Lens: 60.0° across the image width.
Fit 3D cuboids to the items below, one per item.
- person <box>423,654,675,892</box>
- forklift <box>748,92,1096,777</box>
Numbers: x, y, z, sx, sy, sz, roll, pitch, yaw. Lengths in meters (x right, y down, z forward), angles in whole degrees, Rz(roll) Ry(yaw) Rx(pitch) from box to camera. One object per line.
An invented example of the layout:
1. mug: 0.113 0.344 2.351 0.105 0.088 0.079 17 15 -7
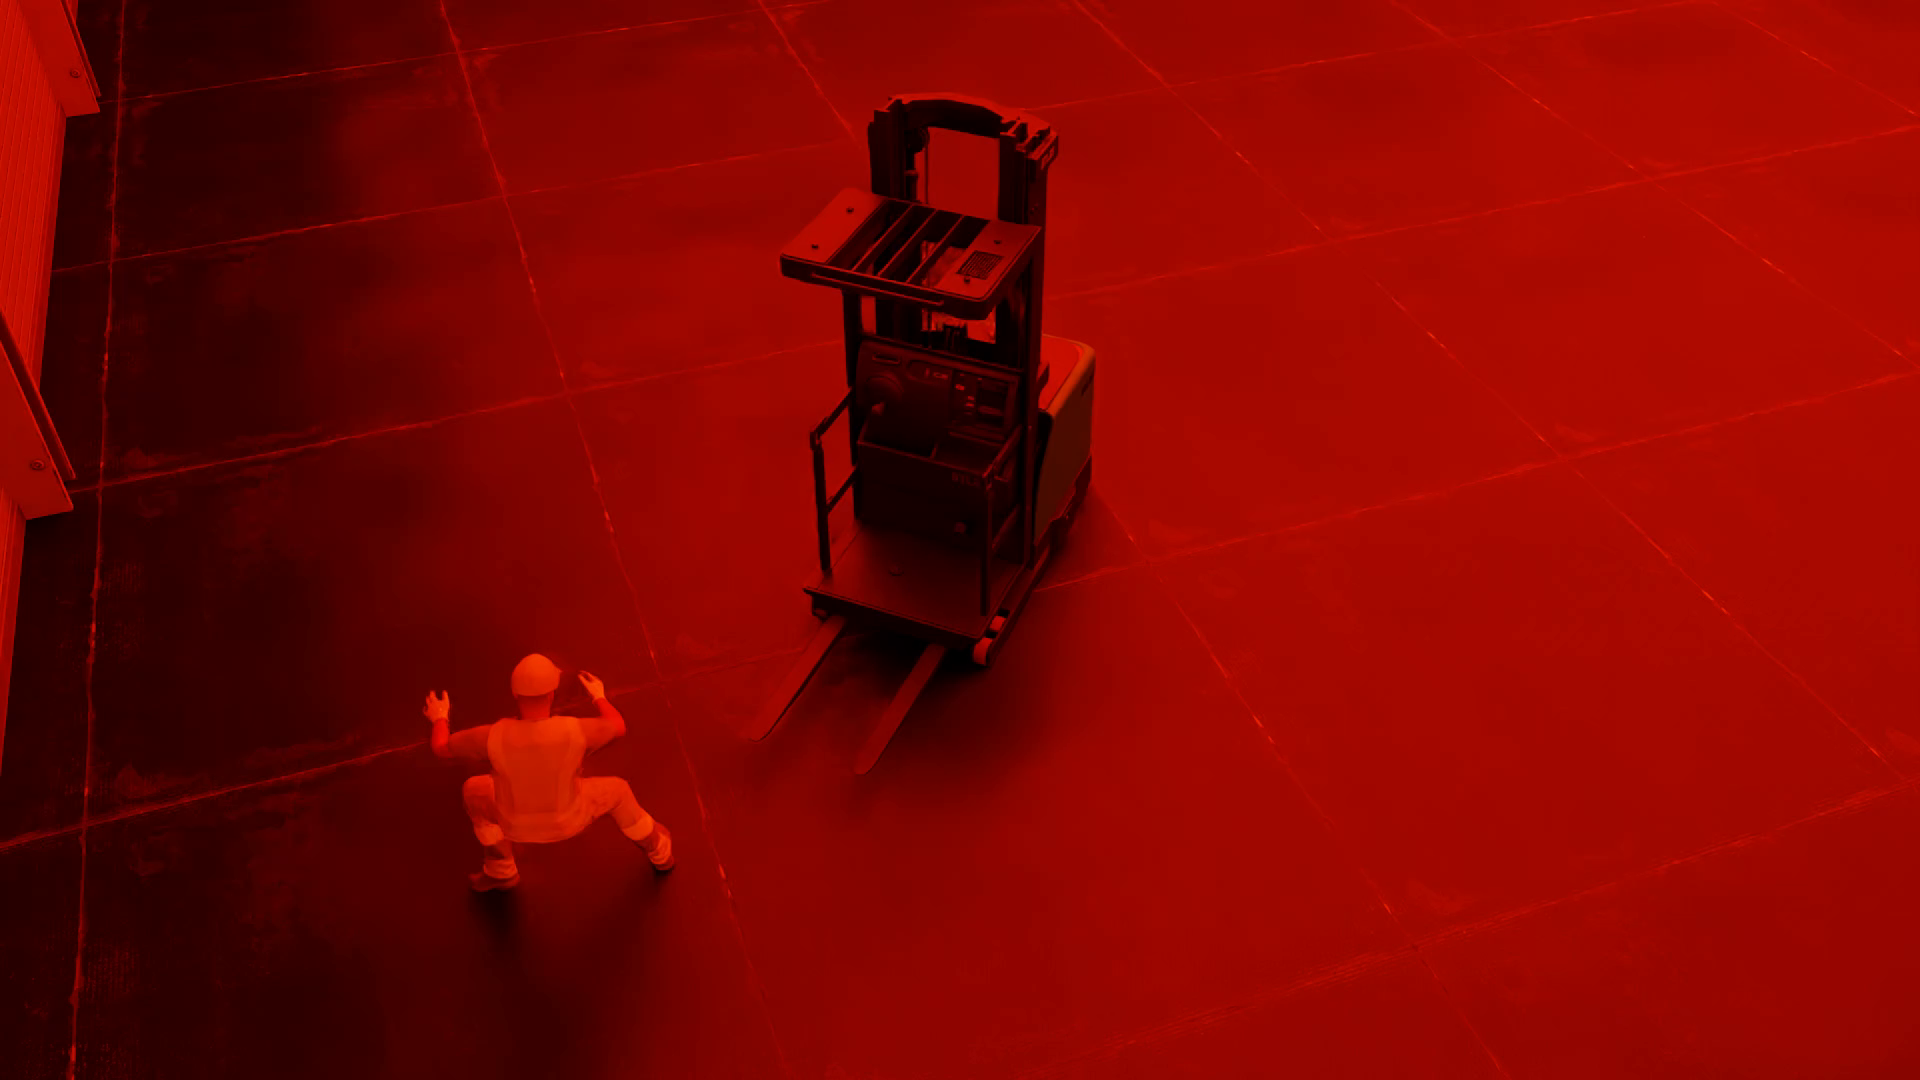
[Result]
1. person: -1.947 1.075 7.794 1.046 1.551 0.762 -4 40 -5
2. forklift: -0.211 -0.724 8.859 1.130 2.935 3.031 15 42 17
